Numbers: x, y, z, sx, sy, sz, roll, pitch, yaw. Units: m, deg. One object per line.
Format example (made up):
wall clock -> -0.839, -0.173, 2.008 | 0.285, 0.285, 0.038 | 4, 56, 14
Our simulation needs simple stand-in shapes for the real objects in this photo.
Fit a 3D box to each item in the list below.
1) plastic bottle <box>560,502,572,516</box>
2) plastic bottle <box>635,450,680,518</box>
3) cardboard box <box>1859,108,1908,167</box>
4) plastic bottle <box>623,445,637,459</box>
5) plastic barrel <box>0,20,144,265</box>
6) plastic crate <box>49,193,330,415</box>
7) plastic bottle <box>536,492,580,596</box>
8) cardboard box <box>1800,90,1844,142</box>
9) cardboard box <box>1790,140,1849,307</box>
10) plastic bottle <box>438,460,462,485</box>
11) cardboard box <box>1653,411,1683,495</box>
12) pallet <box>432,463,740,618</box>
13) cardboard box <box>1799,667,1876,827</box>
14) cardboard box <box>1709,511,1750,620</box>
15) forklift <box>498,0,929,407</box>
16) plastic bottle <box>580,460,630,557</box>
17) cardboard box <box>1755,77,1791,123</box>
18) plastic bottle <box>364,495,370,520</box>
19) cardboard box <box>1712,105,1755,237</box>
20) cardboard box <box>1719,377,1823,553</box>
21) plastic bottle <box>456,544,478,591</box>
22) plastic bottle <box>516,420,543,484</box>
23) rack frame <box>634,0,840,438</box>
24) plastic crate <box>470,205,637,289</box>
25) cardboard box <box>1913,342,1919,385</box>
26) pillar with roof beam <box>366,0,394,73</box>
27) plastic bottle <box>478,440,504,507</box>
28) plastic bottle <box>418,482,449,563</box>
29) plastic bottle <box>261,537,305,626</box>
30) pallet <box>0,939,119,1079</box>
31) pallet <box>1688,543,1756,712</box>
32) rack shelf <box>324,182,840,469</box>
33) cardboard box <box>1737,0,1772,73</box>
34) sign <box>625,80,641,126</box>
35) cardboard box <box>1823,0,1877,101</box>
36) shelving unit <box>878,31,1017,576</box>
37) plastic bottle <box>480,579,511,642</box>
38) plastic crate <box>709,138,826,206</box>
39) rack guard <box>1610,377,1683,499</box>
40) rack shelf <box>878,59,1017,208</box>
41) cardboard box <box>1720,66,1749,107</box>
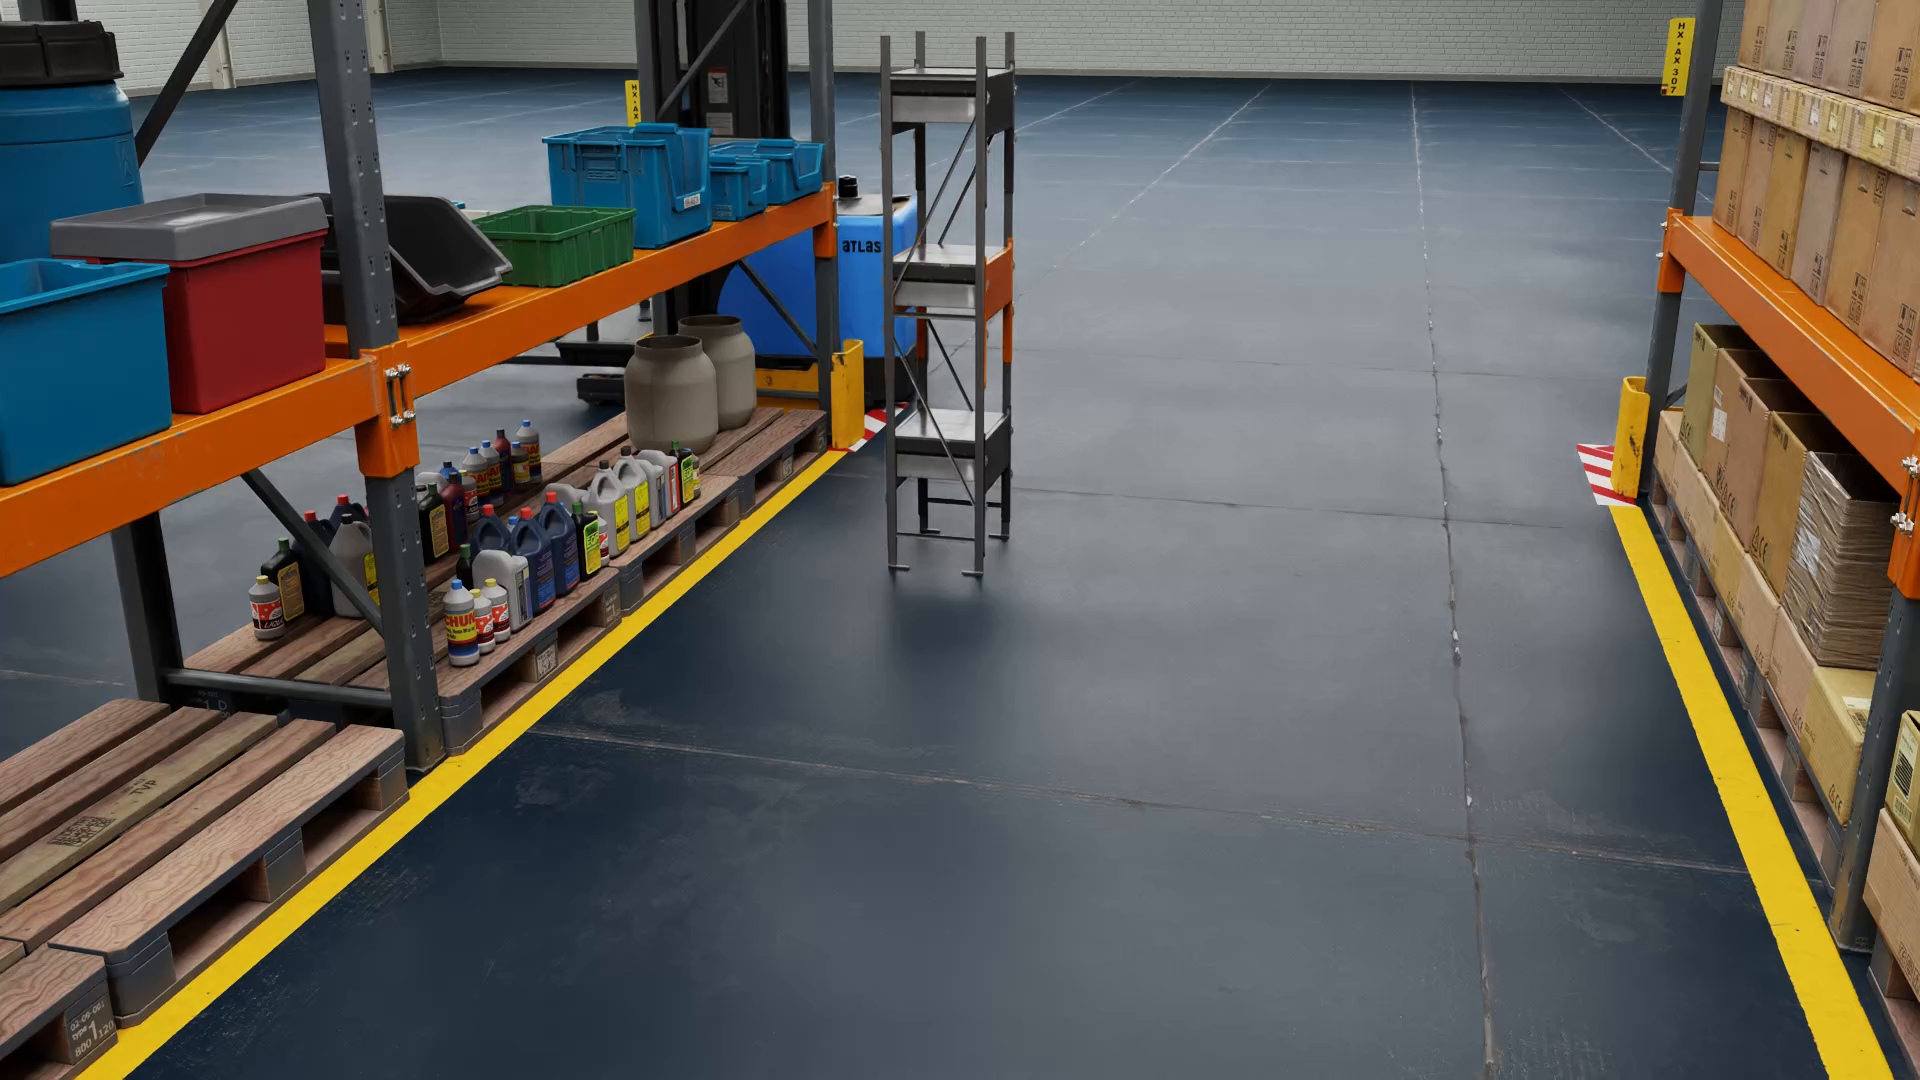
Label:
plastic bottle -> -1.458, -0.004, 6.099 | 0.097, 0.271, 0.097 | 0, 19, 0
plastic bottle -> -1.238, -0.244, 6.796 | 0.152, 0.276, 0.135 | 5, 19, 14
cardboard box -> 2.808, -1.141, 4.730 | 0.380, 0.149, 0.250 | 5, 19, 13
plastic bottle -> -1.342, -0.256, 6.818 | 0.061, 0.283, 0.133 | 5, 19, 13
plastic barrel -> -2.492, -0.899, 4.402 | 0.600, 0.901, 0.708 | 5, 19, 13
plastic crate -> -1.925, -0.613, 4.242 | 0.402, 0.464, 0.583 | 5, 19, 13
plastic bottle -> -1.458, 0.008, 5.942 | 0.144, 0.351, 0.185 | 4, 19, 11
cardboard box -> 2.995, -1.386, 5.448 | 0.380, 0.149, 0.250 | 5, 19, 14
cardboard box -> 3.174, -1.036, 5.426 | 0.700, 0.500, 0.500 | 5, 20, 15
plastic bottle -> -2.029, -0.183, 6.624 | 0.097, 0.271, 0.097 | 0, 19, 0
cardboard box -> 3.329, -0.367, 7.225 | 0.500, 0.250, 0.500 | 5, 19, 13
pallet -> -1.603, -0.030, 6.948 | 1.003, 0.211, 1.213 | 5, 19, 13
cardboard box -> 2.600, 0.574, 4.471 | 0.500, 0.250, 0.500 | 5, 19, 13
cardboard box -> 2.961, 0.103, 5.849 | 0.500, 0.250, 0.500 | 5, 19, 13
forklift -> -1.743, -2.317, 9.435 | 3.031, 2.935, 1.130 | 2, 19, 6
plastic bottle -> -1.354, -0.126, 6.333 | 0.144, 0.351, 0.185 | 5, 19, 13
cardboard box -> 3.183, -1.628, 6.155 | 0.380, 0.149, 0.250 | 4, 19, 13
plastic bottle -> -2.180, -0.020, 6.128 | 0.061, 0.283, 0.133 | 6, 20, 17
cardboard box -> 3.549, -1.522, 6.848 | 0.700, 0.500, 0.500 | 5, 19, 13
cardboard box -> 2.960, -0.252, 5.728 | 0.500, 0.500, 0.500 | 5, 19, 13
plastic bottle -> -1.652, 0.142, 5.654 | 0.061, 0.283, 0.133 | 5, 19, 13
plastic bottle -> -1.872, -0.386, 7.216 | 0.097, 0.271, 0.097 | 0, 19, 0
rack frame -> -1.126, -2.012, 8.438 | 1.000, 3.000, 0.127 | 5, 19, 13
plastic crate -> -1.498, -1.061, 5.982 | 0.450, 0.188, 0.662 | 5, 19, 13
cardboard box -> 2.801, -0.553, 4.011 | 0.700, 0.500, 0.500 | 4, 19, 12
pillar with roof beam -> -9.893, -15.332, 38.152 | 9.100, 9.000, 0.400 | 5, 19, 13
plastic bottle -> -1.955, -0.278, 6.902 | 0.097, 0.271, 0.097 | 0, 19, 0
plastic bottle -> -1.994, -0.067, 6.265 | 0.061, 0.283, 0.133 | 5, 19, 13
plastic bottle -> -2.306, 0.142, 5.653 | 0.061, 0.283, 0.133 | 6, 20, 16
pallet -> -2.554, 1.194, 3.366 | 1.003, 0.211, 1.213 | 5, 19, 13
pallet -> 3.230, 0.324, 5.913 | 1.003, 0.211, 1.213 | 5, 19, 13
rack shelf -> -1.615, -1.045, 6.719 | 1.077, 0.370, 4.000 | 5, 19, 13
cardboard box -> 3.537, -2.119, 6.589 | 0.700, 0.500, 0.500 | 5, 19, 14
sign -> -1.659, -2.188, 8.524 | 0.100, 0.325, 0.005 | 5, 19, 13
cardboard box -> 3.169, -1.639, 5.183 | 0.700, 0.500, 0.500 | 5, 19, 13
shelving unit -> -0.040, -0.942, 6.696 | 0.431, 2.100, 0.503 | 5, 19, 13
plastic bottle -> -1.551, 0.229, 5.526 | 0.097, 0.201, 0.097 | 0, 19, 0
plastic crate -> -0.958, -1.761, 7.934 | 0.499, 0.251, 0.616 | 5, 19, 13
rack guard -> 3.682, -0.444, 7.715 | 1.175, 0.500, 0.348 | 5, 19, 13
rack shelf -> -0.040, -1.591, 6.474 | 0.431, 0.518, 0.480 | 5, 19, 13
cardboard box -> 3.371, -1.868, 6.858 | 0.380, 0.149, 0.250 | 5, 19, 13
